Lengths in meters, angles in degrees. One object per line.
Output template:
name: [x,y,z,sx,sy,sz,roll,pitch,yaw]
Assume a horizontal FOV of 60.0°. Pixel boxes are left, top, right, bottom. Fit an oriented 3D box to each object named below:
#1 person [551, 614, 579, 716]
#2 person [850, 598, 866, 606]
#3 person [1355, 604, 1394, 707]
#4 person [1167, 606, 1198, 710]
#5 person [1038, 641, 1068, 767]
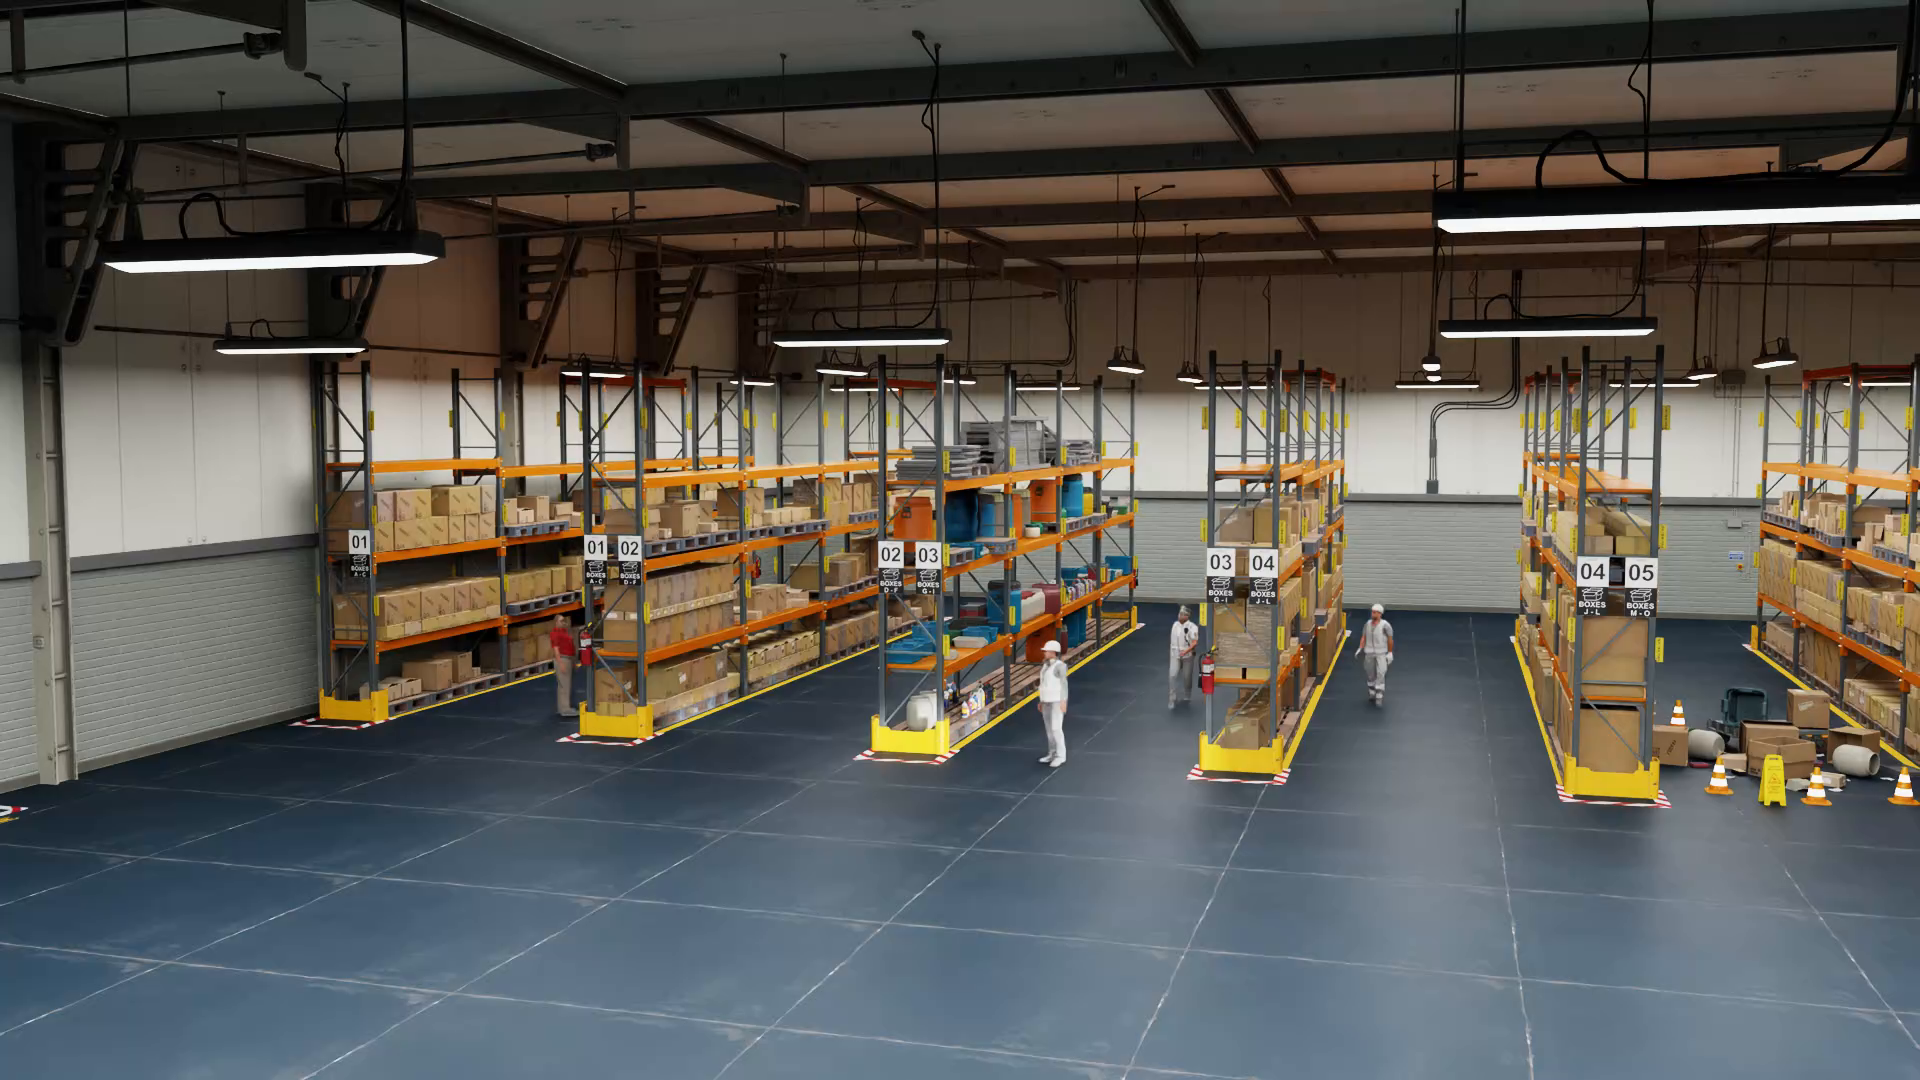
person: [-6.701,2.122,28.243,0.460,1.706,0.620,-1,4,-8]
person: [-2.671,1.203,41.952,0.555,1.603,1.010,2,5,25]
person: [7.327,2.011,29.414,0.655,1.749,0.994,1,4,16]
person: [3.926,2.051,29.252,0.539,1.795,0.936,1,4,17]
person: [1.344,2.386,24.387,0.389,1.812,0.592,-2,5,-30]
